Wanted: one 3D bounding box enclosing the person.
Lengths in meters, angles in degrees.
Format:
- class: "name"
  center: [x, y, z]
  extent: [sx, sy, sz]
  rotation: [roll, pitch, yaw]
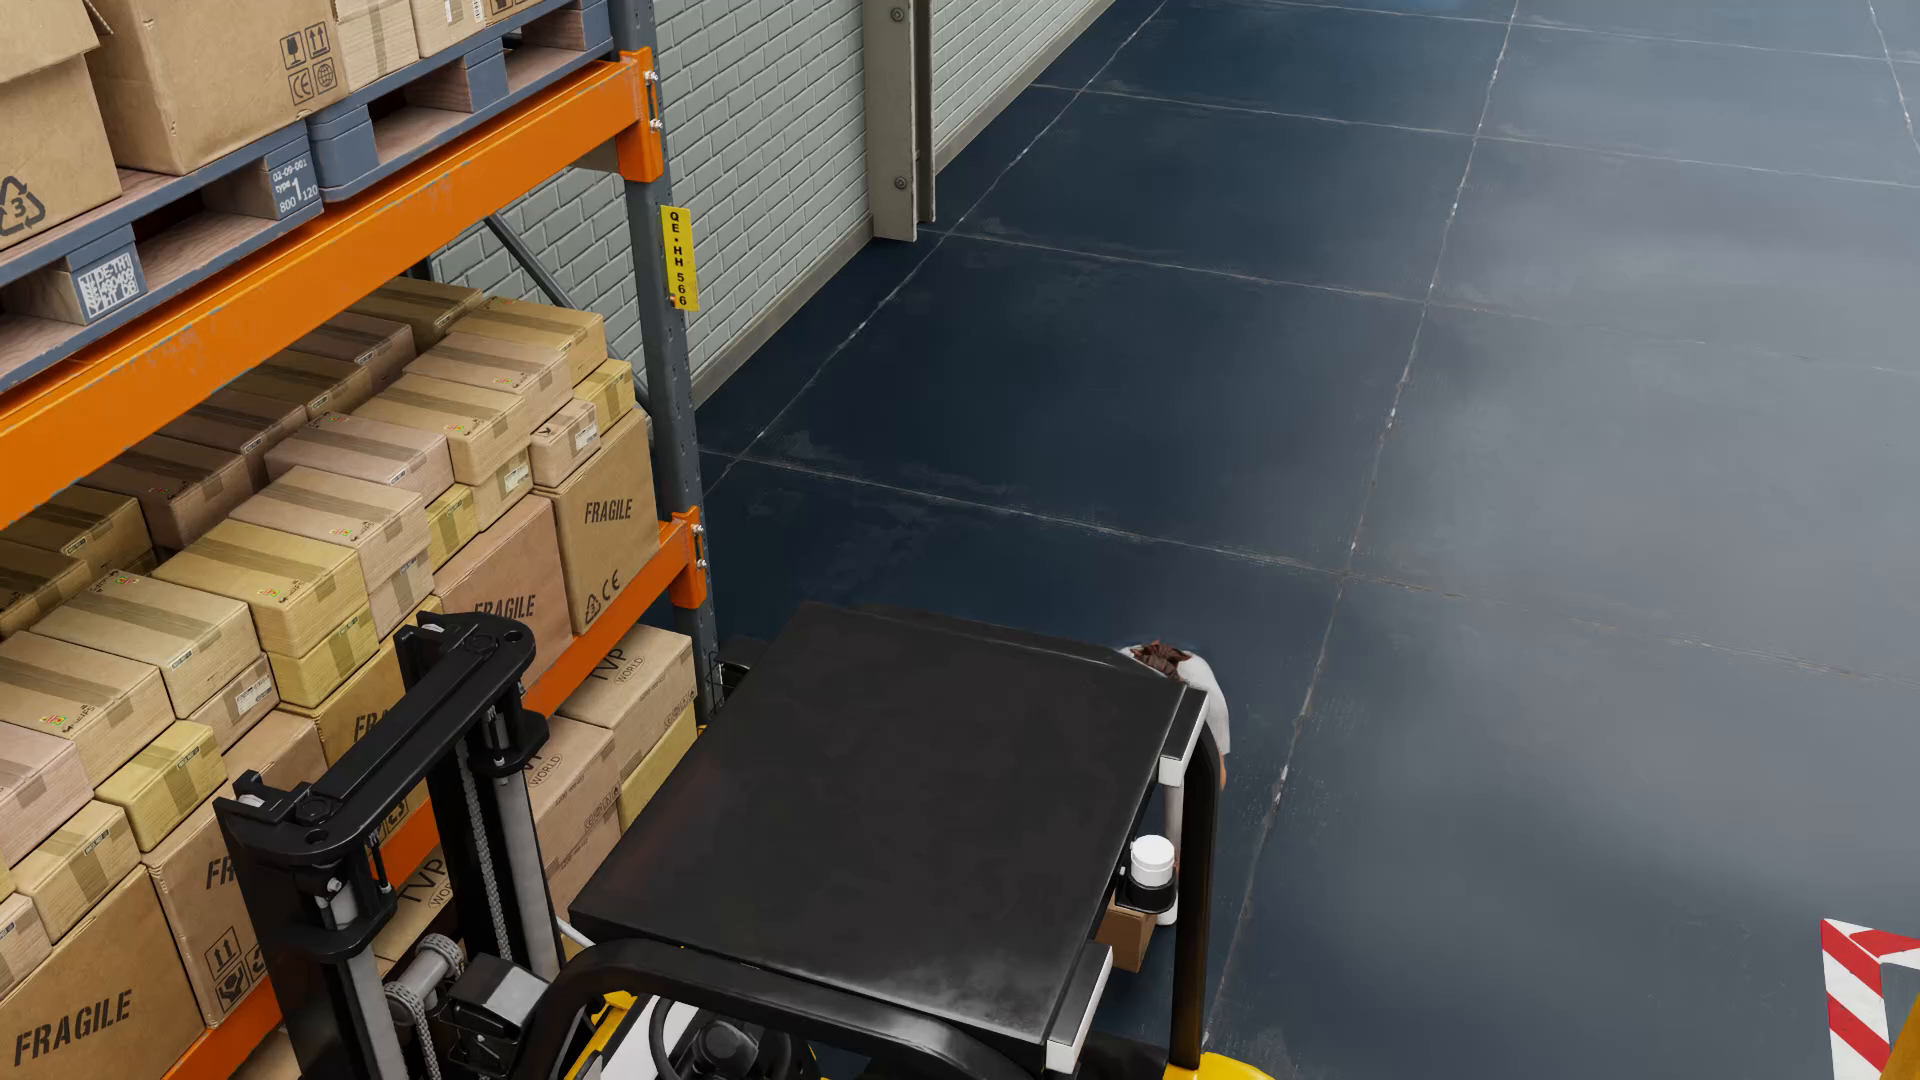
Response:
- class: "person"
  center: [0.642, 0.735, 5.442]
  extent: [0.496, 1.221, 0.716]
  rotation: [11, 35, 16]
